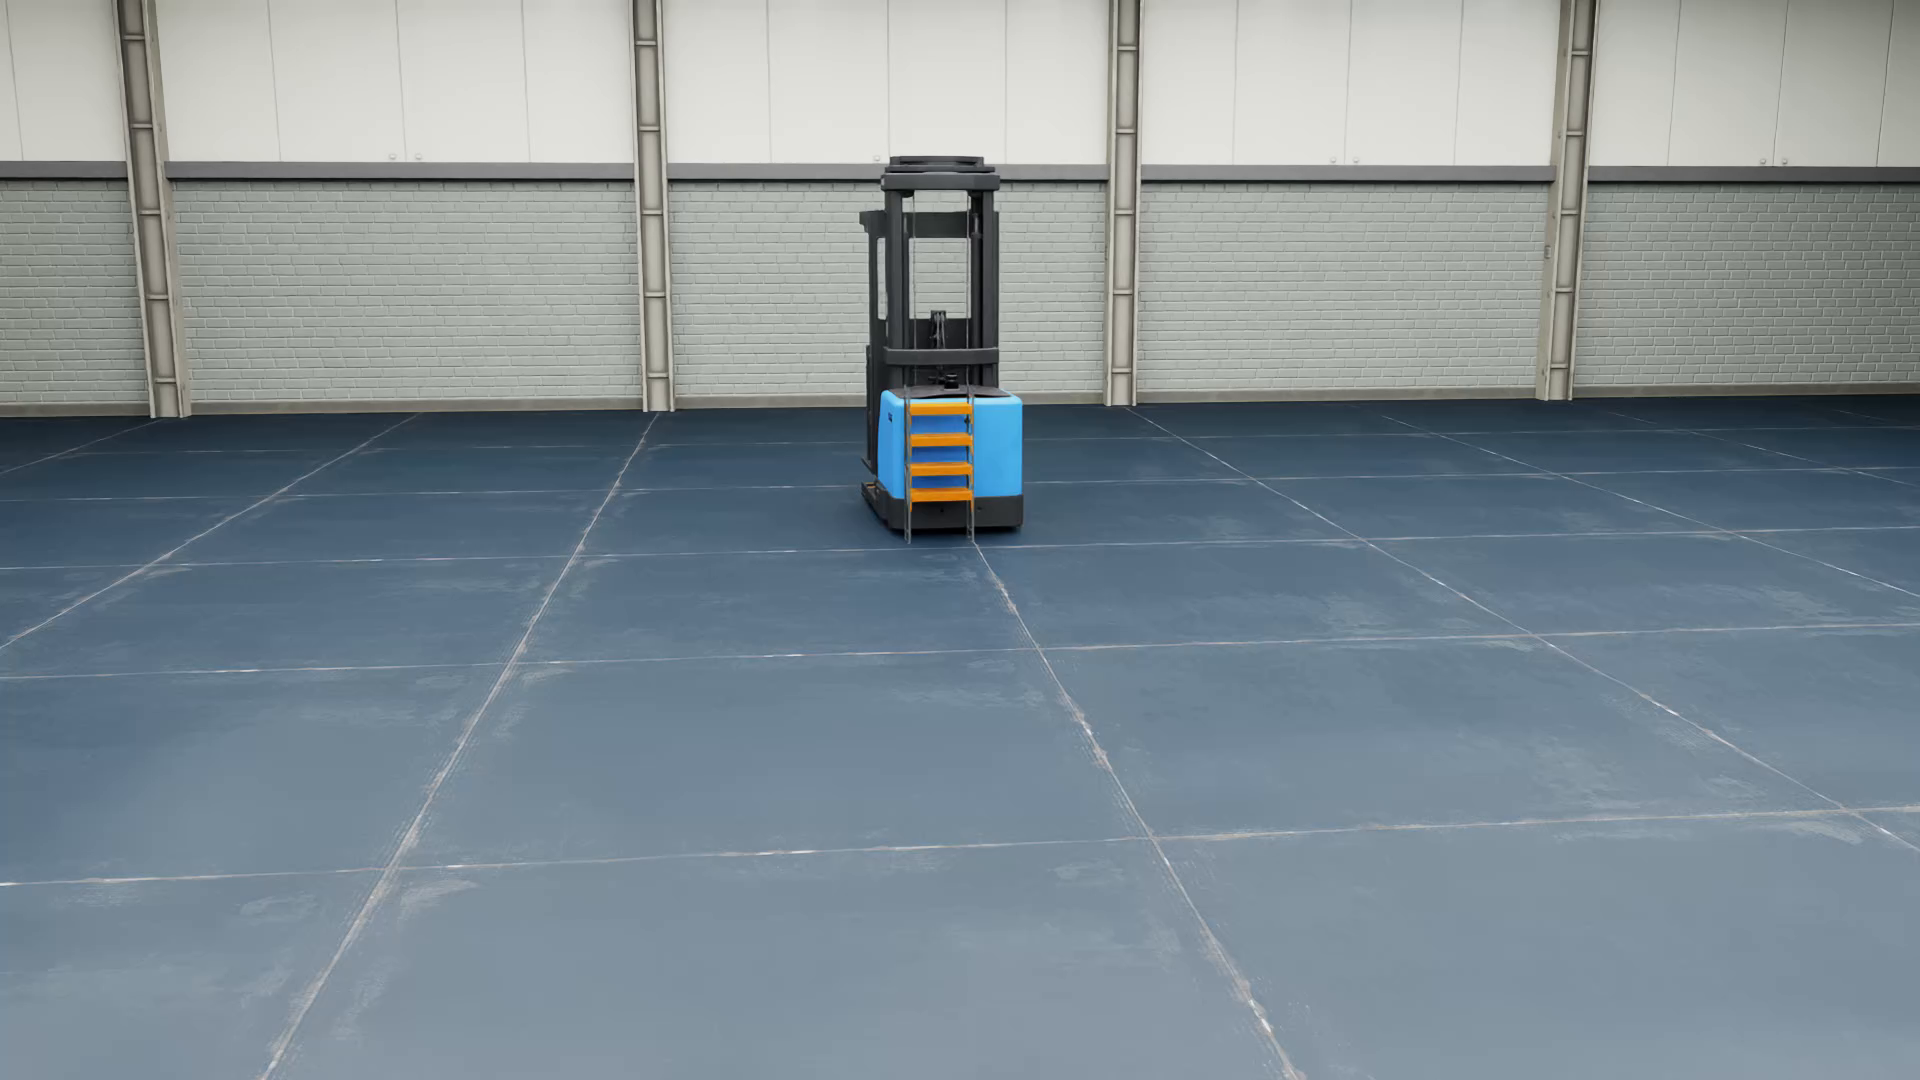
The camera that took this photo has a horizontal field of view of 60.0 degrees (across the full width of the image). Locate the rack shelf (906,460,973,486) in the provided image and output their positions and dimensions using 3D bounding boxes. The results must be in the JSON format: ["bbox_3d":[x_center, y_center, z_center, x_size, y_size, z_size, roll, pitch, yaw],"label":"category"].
[{"bbox_3d":[-0.161,-0.514,12.722,0.480,0.148,0.258,-2,11,-10],"label":"rack shelf"}]

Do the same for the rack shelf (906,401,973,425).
[{"bbox_3d":[-0.161,-0.966,12.632,0.480,0.148,0.258,-2,11,-10],"label":"rack shelf"}]

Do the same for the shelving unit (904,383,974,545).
[{"bbox_3d":[-0.161,-0.580,12.708,0.503,1.200,0.258,-2,11,-10],"label":"shelving unit"}]

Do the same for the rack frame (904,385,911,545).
[{"bbox_3d":[-0.402,-0.572,12.667,0.015,1.200,0.240,-2,11,-10],"label":"rack frame"}]

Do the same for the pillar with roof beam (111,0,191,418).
[{"bbox_3d":[-9.359,-5.133,15.650,0.400,9.000,9.100,-1,11,-6],"label":"pillar with roof beam"}]

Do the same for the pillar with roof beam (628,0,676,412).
[{"bbox_3d":[-3.394,-5.258,16.286,0.400,9.000,9.100,-1,11,-6],"label":"pillar with roof beam"}]

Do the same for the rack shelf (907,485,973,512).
[{"bbox_3d":[-0.161,-0.320,12.760,0.480,0.148,0.258,-2,11,-10],"label":"rack shelf"}]

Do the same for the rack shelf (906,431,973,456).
[{"bbox_3d":[-0.161,-0.734,12.678,0.480,0.148,0.258,-2,11,-10],"label":"rack shelf"}]

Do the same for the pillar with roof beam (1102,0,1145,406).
[{"bbox_3d":[2.571,-5.383,16.922,0.400,9.000,9.100,-1,11,-6],"label":"pillar with roof beam"}]

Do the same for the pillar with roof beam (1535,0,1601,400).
[{"bbox_3d":[8.536,-5.508,17.558,0.400,9.000,9.100,-1,11,-6],"label":"pillar with roof beam"}]

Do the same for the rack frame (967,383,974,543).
[{"bbox_3d":[0.079,-0.588,12.750,0.015,1.200,0.240,-2,11,-10],"label":"rack frame"}]

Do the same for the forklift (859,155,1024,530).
[{"bbox_3d":[-0.259,-1.752,14.182,1.130,2.935,3.031,-2,11,-10],"label":"forklift"}]
